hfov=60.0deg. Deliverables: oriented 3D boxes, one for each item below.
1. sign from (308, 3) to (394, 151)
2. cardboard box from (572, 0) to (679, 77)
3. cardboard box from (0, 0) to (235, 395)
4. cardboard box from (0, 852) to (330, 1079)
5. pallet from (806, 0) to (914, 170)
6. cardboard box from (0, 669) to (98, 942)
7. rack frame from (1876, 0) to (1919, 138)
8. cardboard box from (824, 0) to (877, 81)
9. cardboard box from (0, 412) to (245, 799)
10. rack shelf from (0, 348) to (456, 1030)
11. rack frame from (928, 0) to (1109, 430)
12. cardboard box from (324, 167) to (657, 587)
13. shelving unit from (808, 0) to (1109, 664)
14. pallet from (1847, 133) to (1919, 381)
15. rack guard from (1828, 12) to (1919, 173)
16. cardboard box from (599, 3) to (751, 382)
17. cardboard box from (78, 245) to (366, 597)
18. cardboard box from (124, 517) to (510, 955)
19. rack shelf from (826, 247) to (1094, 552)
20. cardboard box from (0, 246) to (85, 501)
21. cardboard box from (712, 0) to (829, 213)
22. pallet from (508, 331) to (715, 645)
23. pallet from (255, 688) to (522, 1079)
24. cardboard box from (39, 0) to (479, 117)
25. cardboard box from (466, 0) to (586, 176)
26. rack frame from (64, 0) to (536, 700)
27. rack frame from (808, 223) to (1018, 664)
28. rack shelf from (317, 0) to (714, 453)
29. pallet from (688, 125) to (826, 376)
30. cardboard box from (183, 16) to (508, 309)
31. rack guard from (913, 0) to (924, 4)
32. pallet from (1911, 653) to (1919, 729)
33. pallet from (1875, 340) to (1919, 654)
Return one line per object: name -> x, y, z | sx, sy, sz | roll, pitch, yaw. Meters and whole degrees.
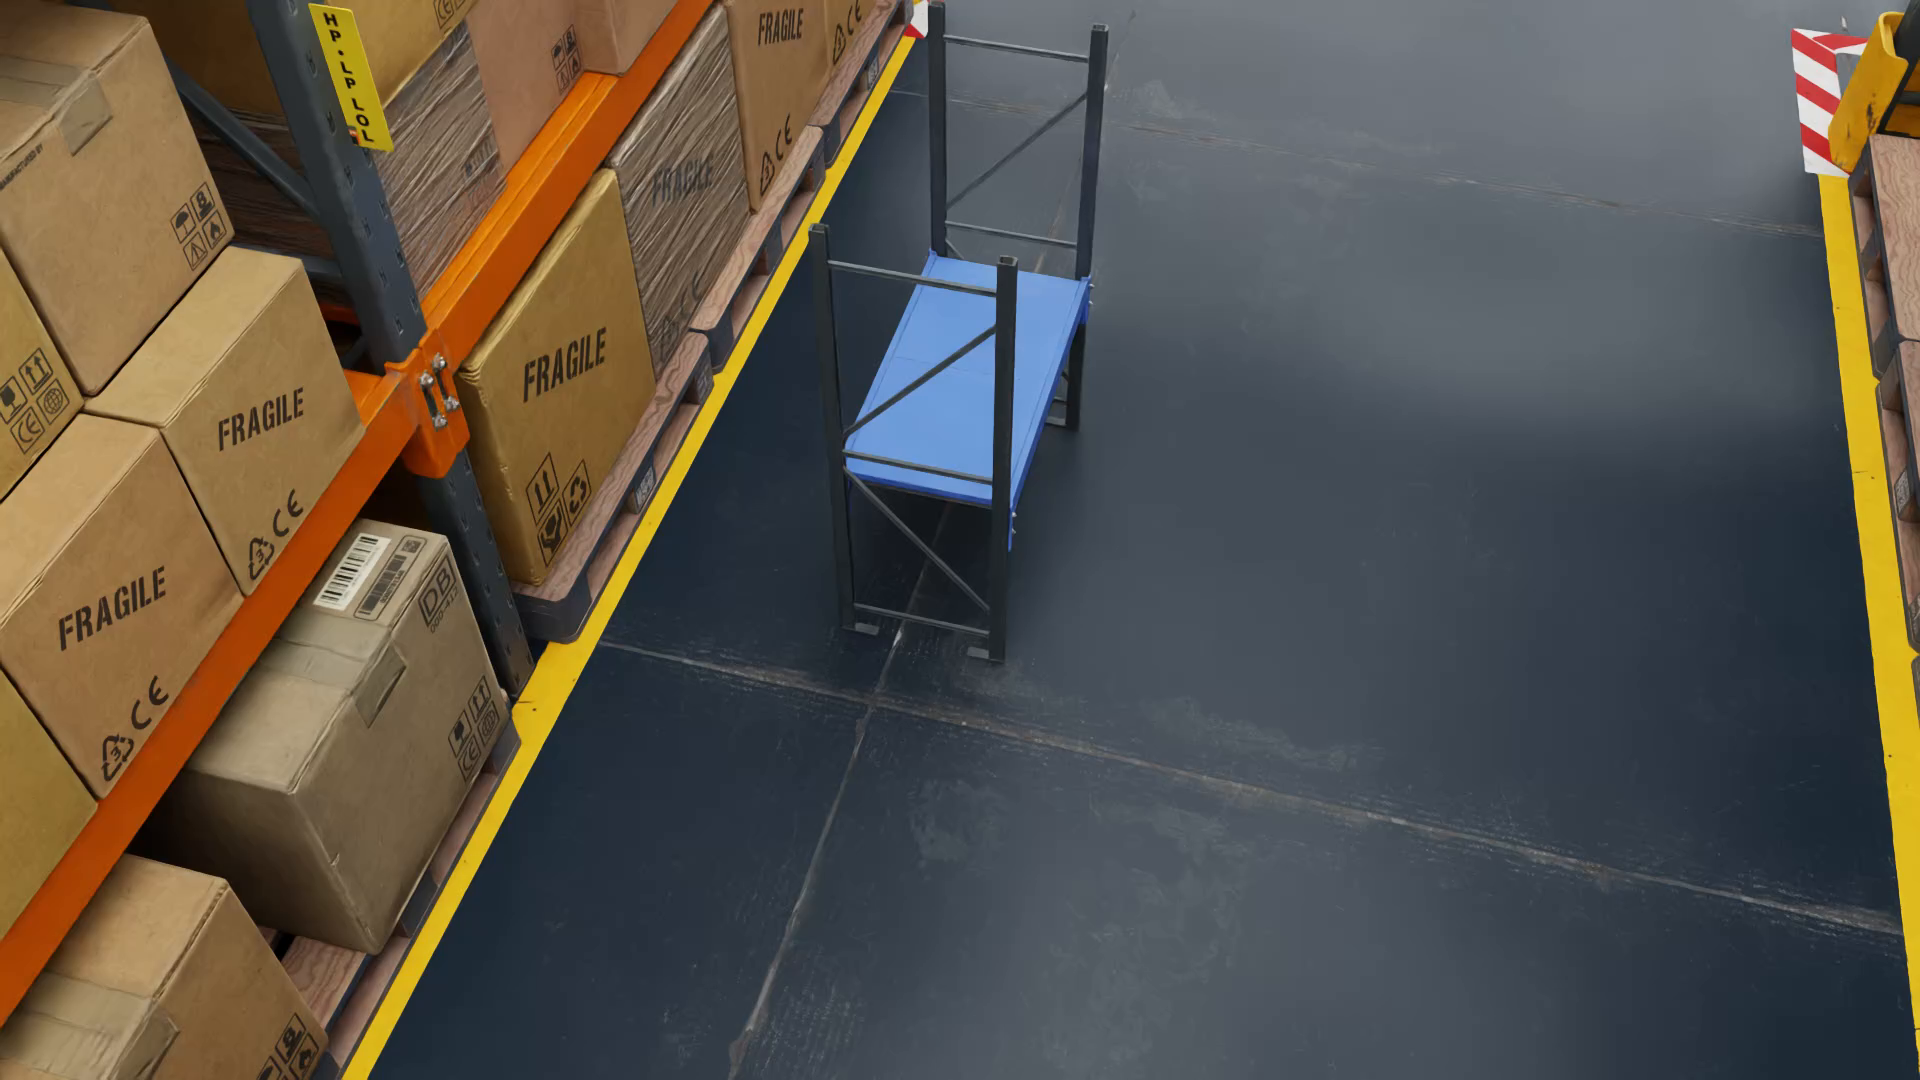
sign -> -1.226, -0.927, 3.348 | 0.100, 0.325, 0.005 | 12, 50, 10
cardboard box -> -1.288, -1.758, 4.701 | 0.875, 0.550, 0.550 | 12, 50, 10
cardboard box -> -1.877, -0.674, 3.110 | 0.700, 0.500, 0.500 | 11, 49, 9
cardboard box -> -2.086, 1.099, 3.500 | 1.050, 0.750, 0.750 | 12, 50, 10
pallet -> -0.834, -2.047, 6.916 | 1.003, 0.211, 1.213 | 12, 50, 10
cardboard box -> -1.897, 0.458, 2.778 | 0.500, 0.500, 0.500 | 12, 50, 10
rack frame -> 4.059, -2.511, 5.466 | 1.000, 3.000, 0.127 | 12, 50, 10
cardboard box -> -0.814, -2.496, 6.589 | 0.875, 0.875, 0.875 | 12, 50, 10
cardboard box -> -1.764, 0.093, 3.101 | 0.500, 0.500, 0.500 | 11, 50, 10
rack shelf -> -2.278, 1.015, 2.834 | 1.077, 0.370, 4.000 | 12, 50, 10
rack frame -> 0.156, -0.926, 5.067 | 0.500, 1.500, 0.032 | 12, 50, 10
cardboard box -> -1.519, -0.547, 4.869 | 0.875, 0.875, 0.875 | 12, 50, 11
shelving unit -> 0.022, -0.558, 4.742 | 0.538, 1.500, 1.048 | 12, 50, 10
pallet -> 3.792, -0.953, 5.950 | 1.003, 0.211, 1.213 | 12, 50, 10
rack guard -> 4.039, -1.629, 6.354 | 1.175, 0.500, 0.348 | 12, 50, 10
cardboard box -> -1.285, -1.200, 5.445 | 0.875, 0.875, 0.875 | 12, 50, 10
cardboard box -> -1.631, -0.273, 3.423 | 0.500, 0.500, 0.500 | 11, 50, 10
cardboard box -> -1.828, 0.402, 4.115 | 1.050, 0.750, 0.750 | 11, 50, 10
rack shelf -> 0.022, -0.439, 4.877 | 0.538, 0.185, 1.000 | 12, 50, 10
cardboard box -> -2.010, -0.301, 2.782 | 0.700, 0.500, 0.500 | 11, 49, 9
cardboard box -> -1.043, -1.859, 6.027 | 0.875, 0.875, 0.875 | 11, 49, 9
pallet -> -1.476, -0.282, 5.358 | 1.003, 0.211, 1.213 | 12, 50, 10
pallet -> -1.882, 0.826, 4.380 | 1.003, 0.211, 1.213 | 12, 50, 10
cardboard box -> -1.622, -1.337, 3.609 | 0.875, 0.550, 0.550 | 12, 50, 10
cardboard box -> -1.543, -1.391, 4.377 | 0.875, 0.550, 0.550 | 12, 50, 10
rack frame -> -1.752, -0.670, 3.841 | 1.000, 3.000, 0.127 | 12, 50, 10
rack frame -> -0.111, -0.190, 4.418 | 0.500, 1.500, 0.032 | 12, 50, 10
rack shelf -> -1.225, -1.879, 5.387 | 1.077, 0.370, 4.000 | 12, 50, 10
pallet -> -1.157, -1.167, 6.139 | 1.003, 0.211, 1.213 | 12, 50, 10
cardboard box -> -1.666, -0.989, 4.022 | 0.875, 0.550, 0.550 | 12, 50, 10
rack guard -> -0.693, -2.753, 7.347 | 1.175, 0.500, 0.348 | 12, 50, 10
pallet -> 3.149, 0.812, 4.393 | 1.003, 0.211, 1.213 | 12, 50, 10
pallet -> 3.468, -0.073, 5.174 | 1.003, 0.211, 1.213 | 12, 50, 10
